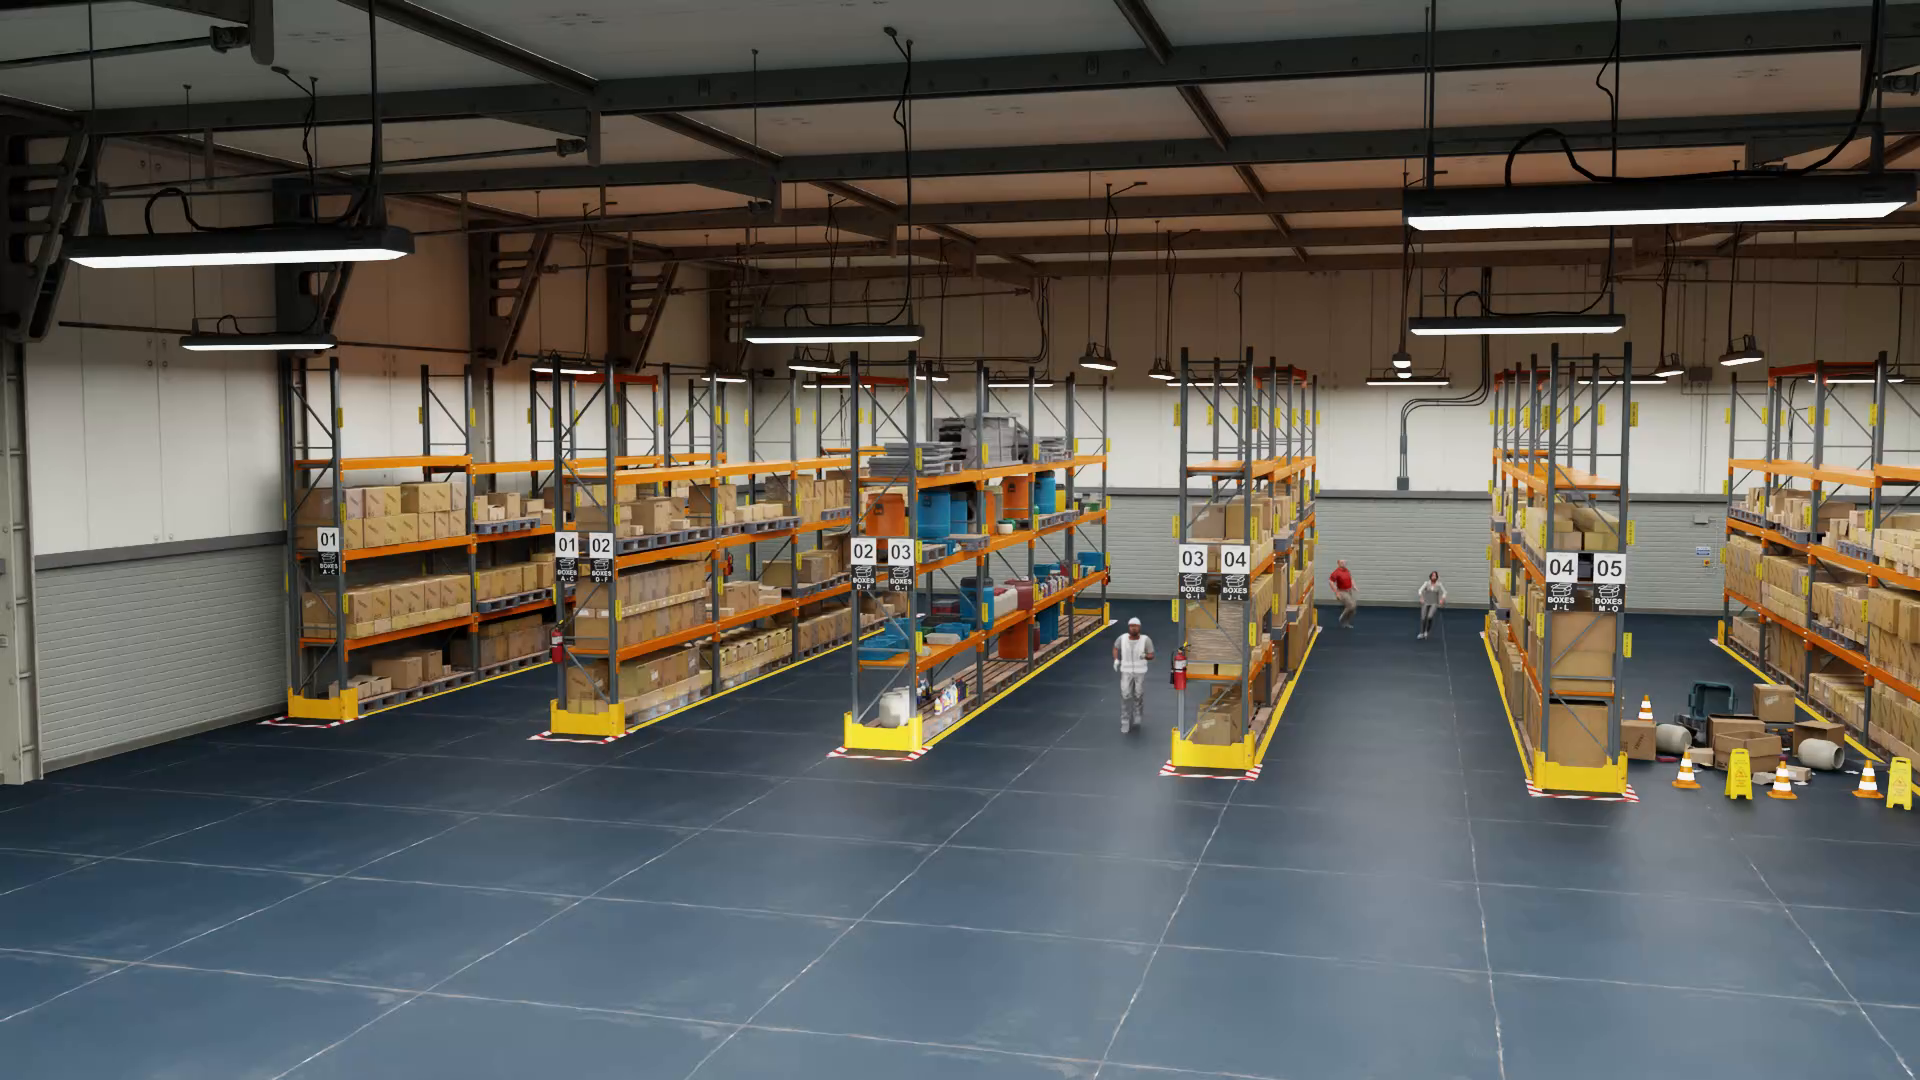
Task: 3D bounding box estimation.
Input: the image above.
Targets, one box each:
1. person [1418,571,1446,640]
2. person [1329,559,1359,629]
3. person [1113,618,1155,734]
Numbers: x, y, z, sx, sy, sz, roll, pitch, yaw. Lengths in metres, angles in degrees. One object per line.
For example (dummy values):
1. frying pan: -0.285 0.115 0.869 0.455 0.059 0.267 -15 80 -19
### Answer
1. person: 10.617 1.473 37.458 0.599 1.554 0.572 2 5 26
2. person: 9.166 1.281 39.449 0.717 1.674 0.553 -4 6 -42
3. person: 2.777 2.157 26.595 0.670 1.843 0.760 1 4 8
